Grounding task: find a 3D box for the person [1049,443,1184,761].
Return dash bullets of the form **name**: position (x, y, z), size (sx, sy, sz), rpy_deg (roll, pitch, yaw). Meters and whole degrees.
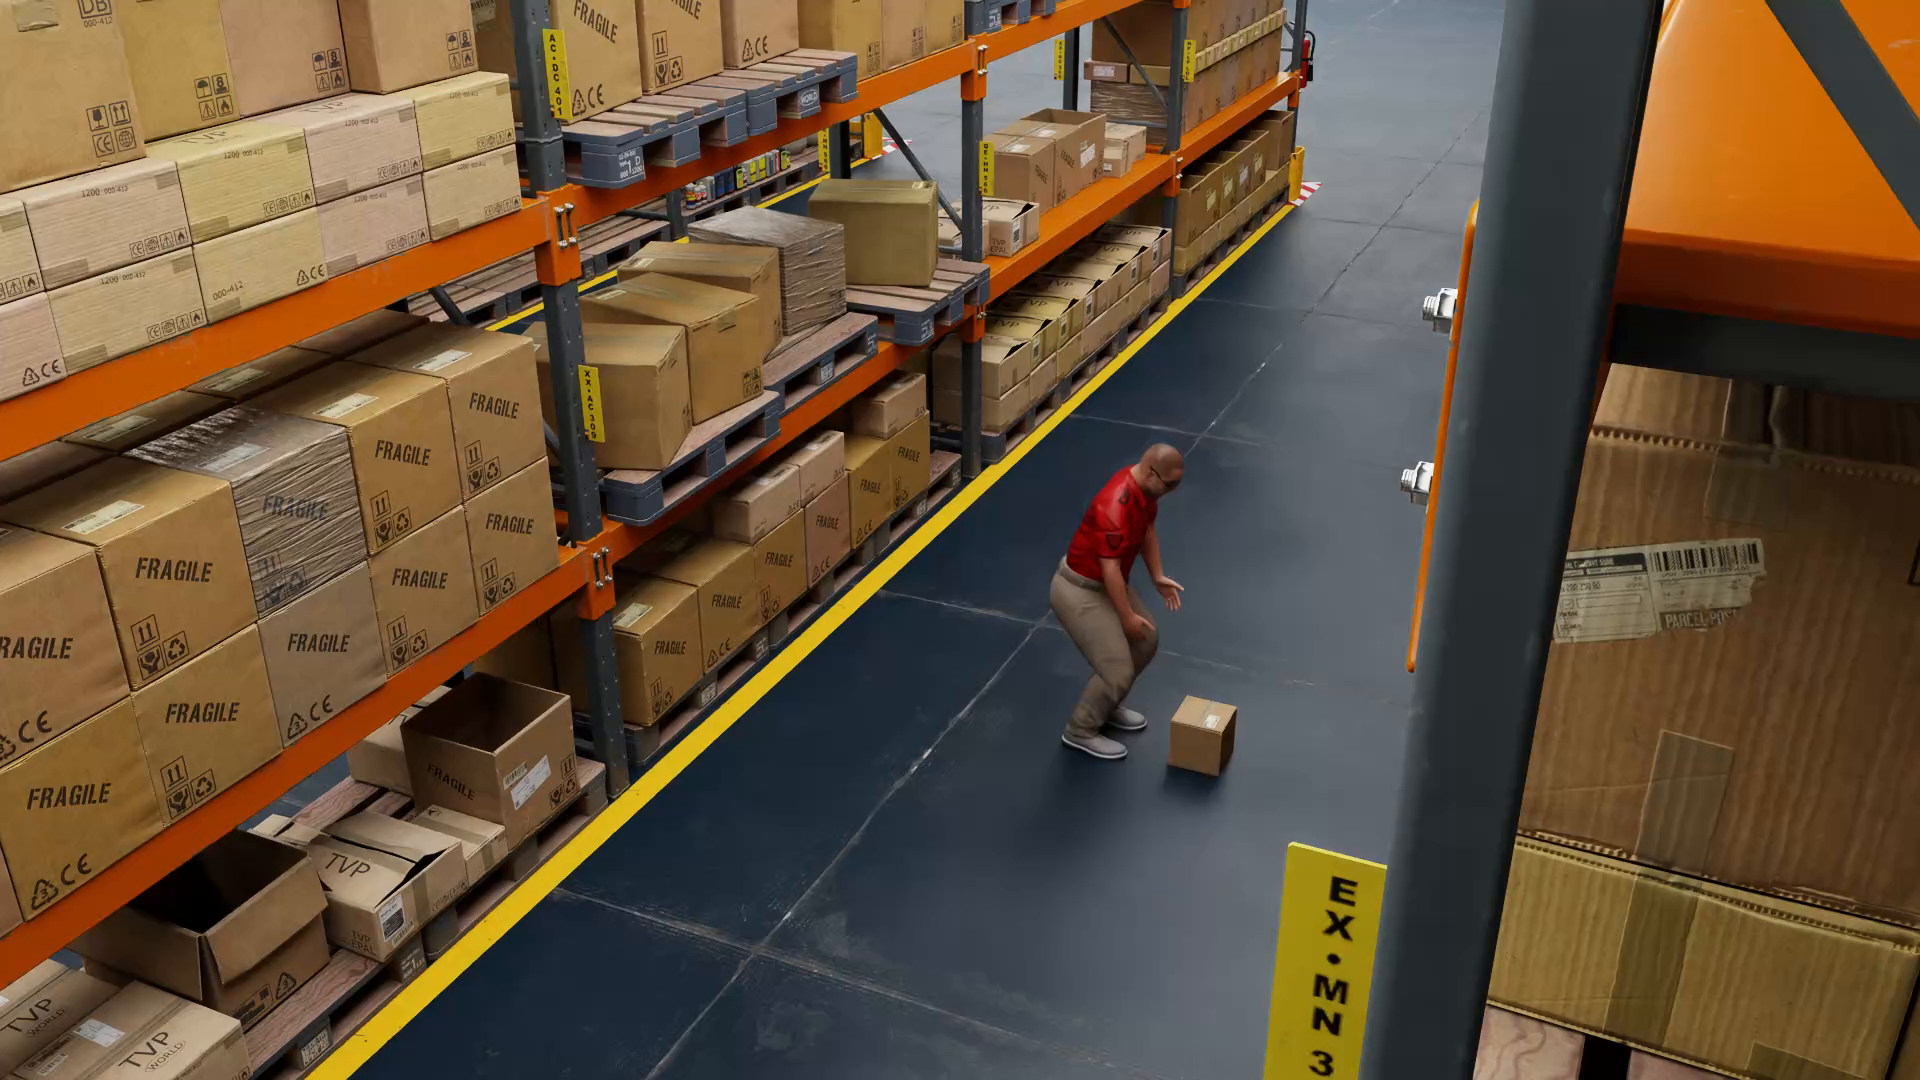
- **person**: position (0.754, 0.250, 7.819), size (0.532, 1.566, 0.581), rpy_deg (12, 28, 23)
